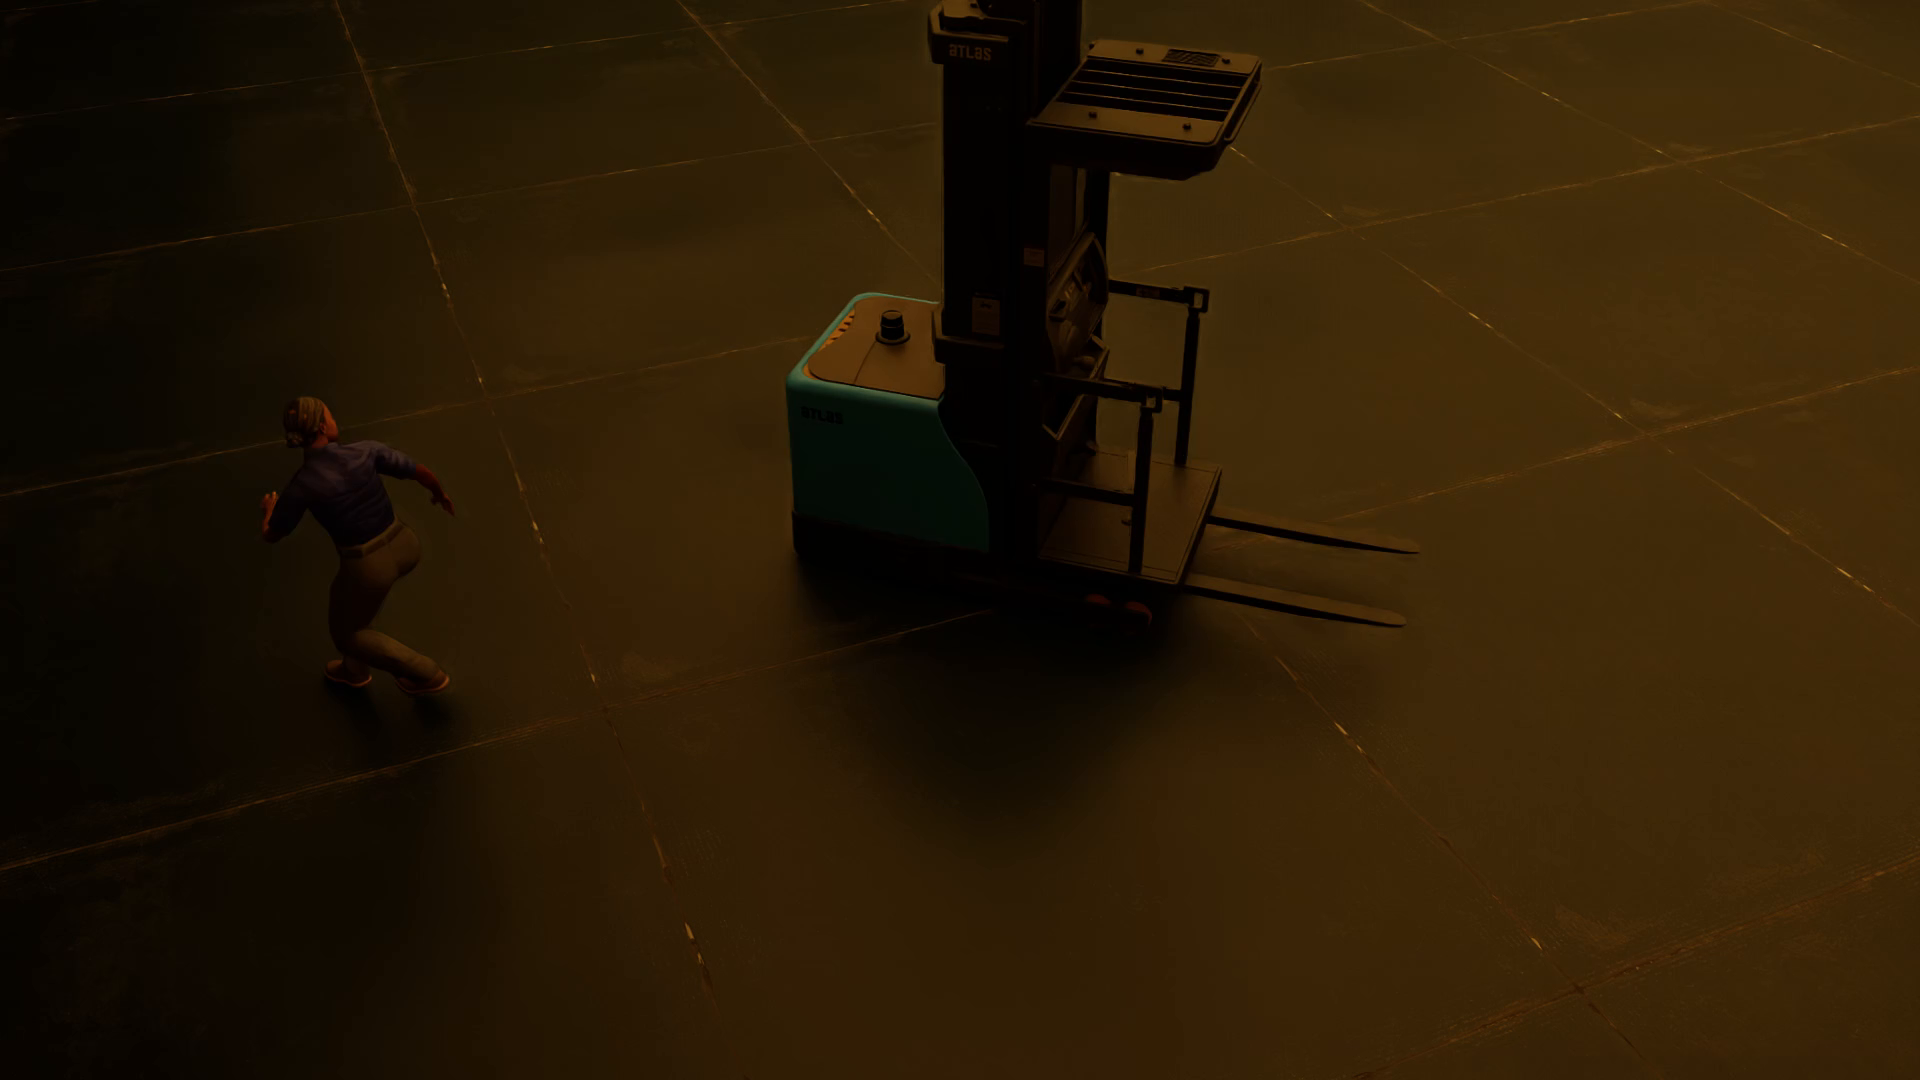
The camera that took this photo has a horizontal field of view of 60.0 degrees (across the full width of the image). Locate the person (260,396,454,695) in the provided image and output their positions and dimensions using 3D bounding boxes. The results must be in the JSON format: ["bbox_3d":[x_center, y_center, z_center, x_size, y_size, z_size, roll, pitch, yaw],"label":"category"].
[{"bbox_3d":[-2.627,-0.011,7.308,0.817,1.531,0.785,19,40,25],"label":"person"}]

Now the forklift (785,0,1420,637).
[{"bbox_3d":[0.727,-1.079,7.616,3.031,2.935,1.130,11,37,15],"label":"forklift"}]
